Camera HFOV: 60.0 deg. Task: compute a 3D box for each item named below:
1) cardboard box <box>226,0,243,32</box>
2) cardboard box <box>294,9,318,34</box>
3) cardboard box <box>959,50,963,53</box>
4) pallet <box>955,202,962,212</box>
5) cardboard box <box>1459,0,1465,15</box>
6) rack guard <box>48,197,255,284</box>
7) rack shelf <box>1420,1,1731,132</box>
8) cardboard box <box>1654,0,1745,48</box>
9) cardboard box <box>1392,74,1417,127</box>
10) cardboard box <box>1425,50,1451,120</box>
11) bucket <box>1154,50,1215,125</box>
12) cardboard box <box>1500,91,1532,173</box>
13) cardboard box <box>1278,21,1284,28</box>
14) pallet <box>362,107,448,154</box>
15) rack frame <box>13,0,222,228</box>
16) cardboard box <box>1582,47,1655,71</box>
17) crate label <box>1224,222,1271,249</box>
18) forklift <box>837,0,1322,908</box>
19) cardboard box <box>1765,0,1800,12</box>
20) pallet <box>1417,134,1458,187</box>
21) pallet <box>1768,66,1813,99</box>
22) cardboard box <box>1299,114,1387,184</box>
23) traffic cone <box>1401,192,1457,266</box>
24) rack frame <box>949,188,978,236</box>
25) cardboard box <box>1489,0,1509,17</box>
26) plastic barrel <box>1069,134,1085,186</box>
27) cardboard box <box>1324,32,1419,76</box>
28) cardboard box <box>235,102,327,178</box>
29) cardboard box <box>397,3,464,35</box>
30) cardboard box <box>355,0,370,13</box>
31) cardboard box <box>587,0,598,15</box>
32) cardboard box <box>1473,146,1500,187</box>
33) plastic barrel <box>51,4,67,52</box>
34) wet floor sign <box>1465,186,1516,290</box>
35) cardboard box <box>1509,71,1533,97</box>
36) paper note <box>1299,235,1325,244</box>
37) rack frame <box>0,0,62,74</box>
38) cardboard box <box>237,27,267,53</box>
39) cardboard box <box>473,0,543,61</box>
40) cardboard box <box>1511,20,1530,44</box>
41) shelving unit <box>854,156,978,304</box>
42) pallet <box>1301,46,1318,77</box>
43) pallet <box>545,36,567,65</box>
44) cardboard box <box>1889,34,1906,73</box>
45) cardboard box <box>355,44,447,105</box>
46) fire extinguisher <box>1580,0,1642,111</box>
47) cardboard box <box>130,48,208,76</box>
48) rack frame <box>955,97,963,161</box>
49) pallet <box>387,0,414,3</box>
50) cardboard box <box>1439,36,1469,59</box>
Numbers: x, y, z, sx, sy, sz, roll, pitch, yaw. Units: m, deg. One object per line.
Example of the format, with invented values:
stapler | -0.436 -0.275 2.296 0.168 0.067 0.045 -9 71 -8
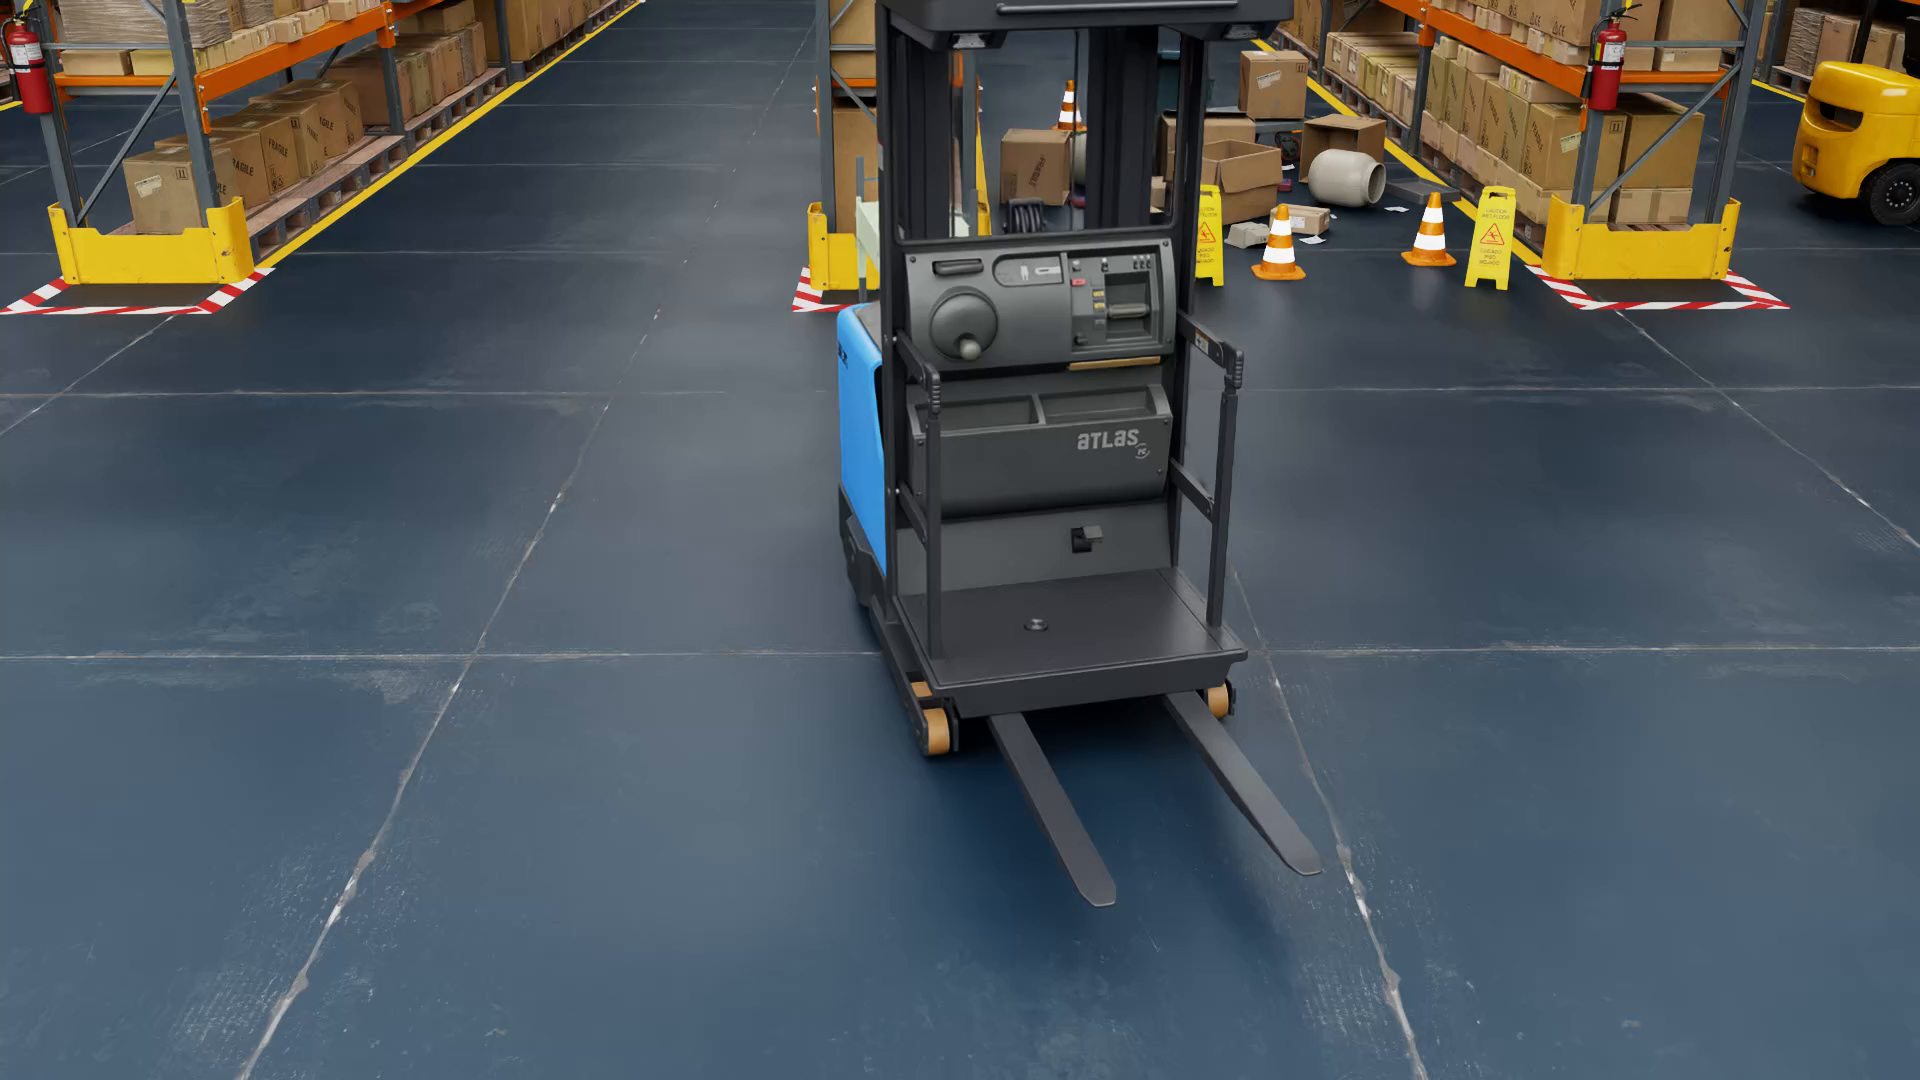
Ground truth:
cardboard box | -5.462 -3.713 11.338 0.875 0.500 0.500 0 24 -1
cardboard box | -5.104 -3.928 12.600 0.380 0.149 0.250 0 24 -1
cardboard box | -0.355 -3.759 11.740 0.875 0.550 0.550 0 24 -1
pallet | -0.484 -2.139 11.723 1.003 0.211 1.213 0 24 -1
cardboard box | 4.278 -4.334 13.497 0.380 0.149 0.250 0 24 -1
rack guard | -5.359 -1.992 11.048 1.175 0.500 0.348 0 24 -1
rack shelf | 4.529 -3.641 12.533 1.077 0.370 4.000 0 24 -1
cardboard box | 4.823 -3.522 10.915 0.500 0.500 0.500 -1 24 -1
cardboard box | 4.499 -4.003 15.140 0.950 0.372 0.625 0 24 0
cardboard box | 4.244 -3.829 13.992 0.500 0.500 0.500 1 24 2
bucket | 1.866 -3.884 14.326 0.726 0.611 0.620 8 16 18
cardboard box | 4.273 -2.969 12.091 0.500 0.500 0.500 1 24 1
cardboard box | 4.507 -7.057 21.283 0.875 0.875 0.875 0 24 1
pallet | -5.412 -3.798 15.392 1.003 0.211 1.213 0 24 -1
rack frame | -5.358 -3.100 10.464 1.000 3.000 0.127 0 24 -1
cardboard box | 4.333 -3.183 10.953 0.380 0.149 0.250 1 24 1
crate label | 2.080 -2.190 11.926 0.250 0.136 0.298 -14 28 -28
forklift | 0.331 -0.776 5.409 1.130 2.935 3.031 -6 25 -12
cardboard box | 9.169 -6.015 18.646 0.380 0.149 0.250 -1 24 -3
pallet | 4.550 -3.246 14.170 1.003 0.211 1.213 0 24 -1
pallet | 9.397 -4.855 17.728 1.003 0.211 1.213 0 24 -1
cardboard box | 3.159 -3.207 13.732 0.500 0.500 0.500 19 30 35
traffic cone | 3.257 -2.160 11.464 0.336 0.463 0.334 0 24 -1
rack frame | -0.125 -0.734 7.054 0.400 1.500 0.023 -5 25 -10
cardboard box | 4.280 -4.169 12.346 0.500 0.500 0.500 0 24 0
plastic barrel | 1.105 -3.094 13.578 0.512 0.421 0.421 19 30 35
cardboard box | 4.460 -5.202 17.791 0.950 0.372 0.625 -2 24 -4
cardboard box | -5.338 -3.144 13.085 0.500 0.500 0.500 -2 24 -5
cardboard box | -5.392 -5.305 16.929 0.500 0.250 0.500 2 24 5
cardboard box | -5.112 -4.443 13.739 0.380 0.149 0.250 0 24 -1
cardboard box | -5.416 -7.540 22.350 0.875 0.875 0.875 0 24 -1
cardboard box | 4.264 -2.844 12.725 0.500 0.250 0.500 -1 24 -2
plastic barrel | -10.516 -5.866 19.089 0.421 0.512 0.421 0 24 0
wet floor sign | 3.483 -1.989 10.864 0.267 0.644 0.232 8 26 18
cardboard box | 4.211 -3.304 12.044 0.380 0.149 0.250 0 24 0
paper note | 2.550 -2.172 12.016 0.148 0.019 0.142 -9 26 -19
rack frame | -10.398 -6.374 17.703 1.000 3.000 0.127 0 24 -1
cardboard box | -5.113 -3.516 11.689 0.380 0.149 0.250 0 24 -1
cardboard box | -5.432 -5.904 18.733 1.225 0.875 0.875 -1 24 -3
cardboard box | 4.249 -3.710 12.117 0.380 0.149 0.250 -1 24 -1
shelving unit | -0.195 -0.882 7.381 0.431 1.500 0.755 -5 25 -10
pallet | 4.531 -5.496 19.145 1.003 0.211 1.213 0 24 -1
pallet | -5.389 -5.952 20.155 1.003 0.211 1.213 0 24 -1
cardboard box | 9.453 -4.461 15.845 0.875 0.625 0.625 0 24 -1
cardboard box | -5.380 -4.490 16.037 0.700 0.500 0.500 -2 24 -5
fire extinguisher | 4.092 -3.060 10.469 0.296 0.674 0.183 0 24 -1
cardboard box | -5.123 -3.104 10.778 0.380 0.149 0.250 0 24 -1
rack frame | -0.441 -4.729 14.065 1.000 3.000 0.127 0 24 -1
pallet | -5.265 -4.976 14.846 1.003 0.211 1.213 0 24 -1
cardboard box | 4.185 -4.072 13.744 0.380 0.149 0.250 0 24 0
